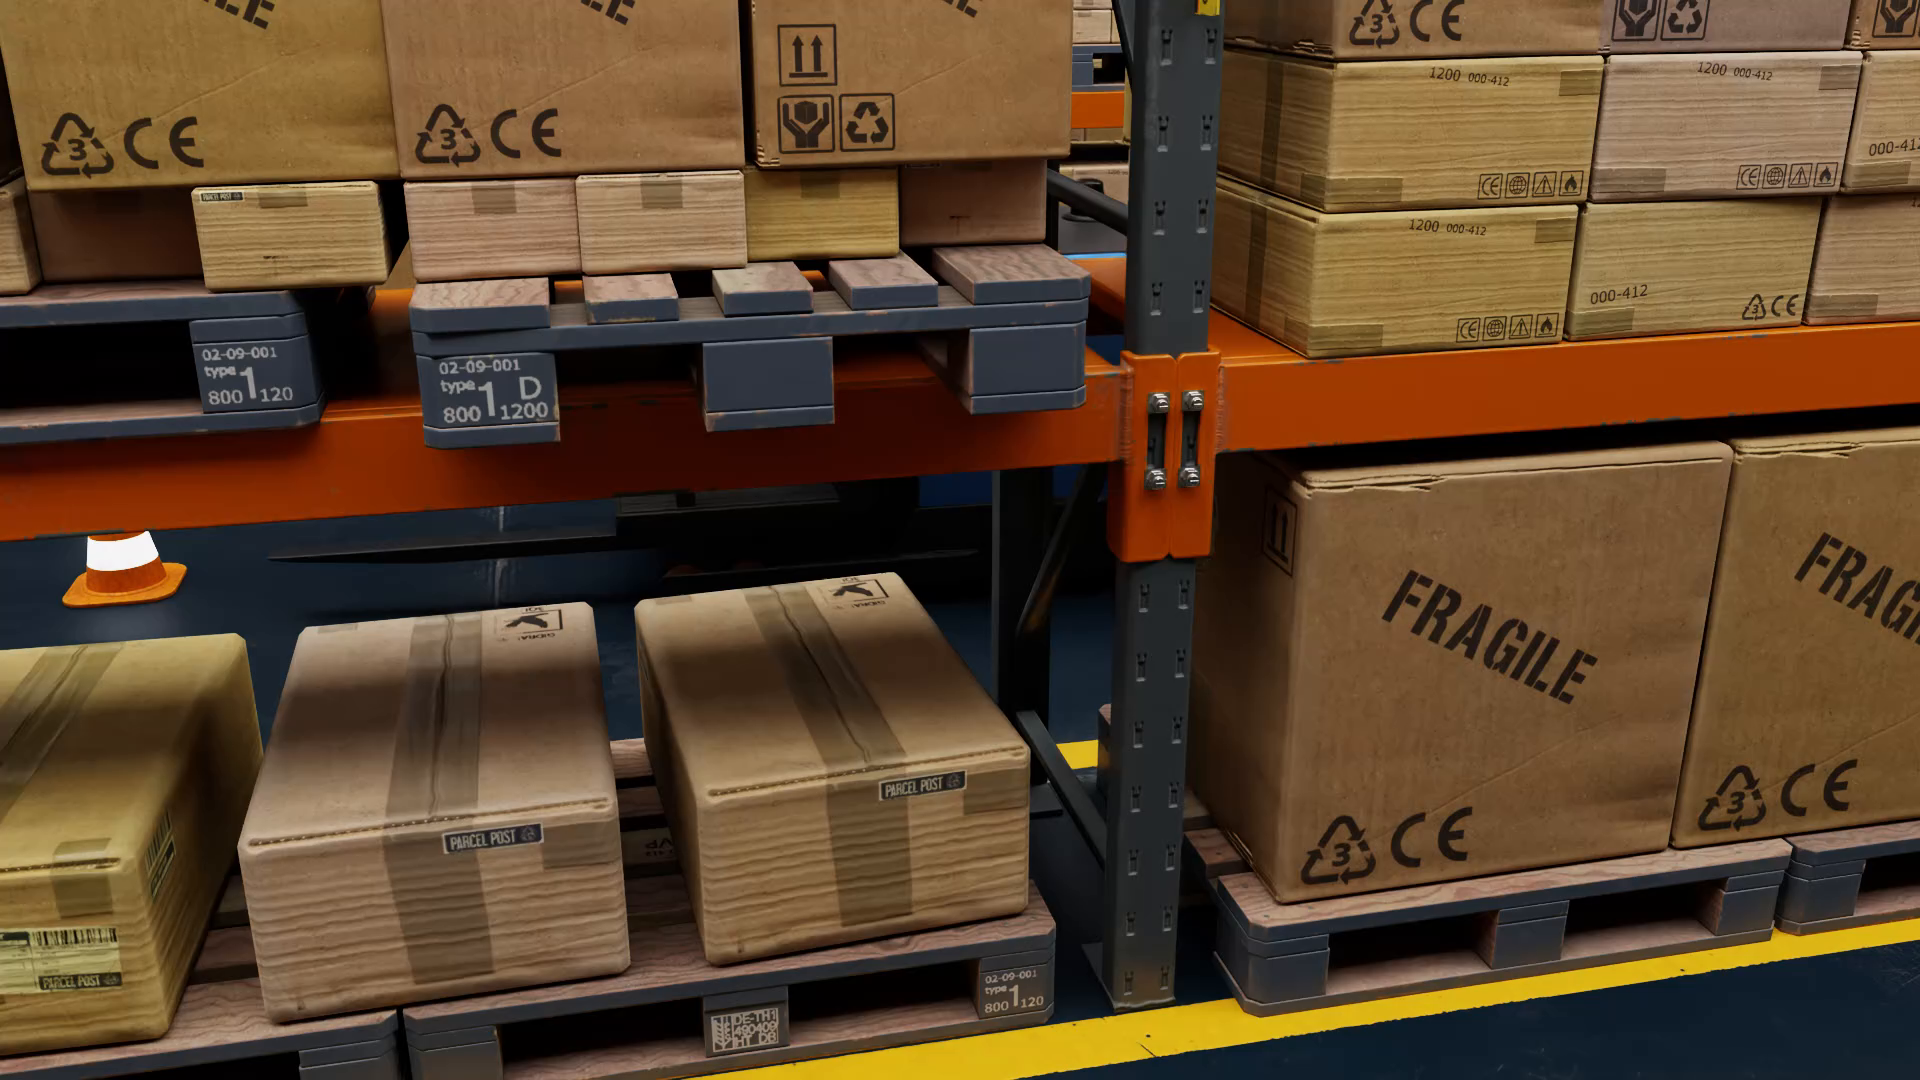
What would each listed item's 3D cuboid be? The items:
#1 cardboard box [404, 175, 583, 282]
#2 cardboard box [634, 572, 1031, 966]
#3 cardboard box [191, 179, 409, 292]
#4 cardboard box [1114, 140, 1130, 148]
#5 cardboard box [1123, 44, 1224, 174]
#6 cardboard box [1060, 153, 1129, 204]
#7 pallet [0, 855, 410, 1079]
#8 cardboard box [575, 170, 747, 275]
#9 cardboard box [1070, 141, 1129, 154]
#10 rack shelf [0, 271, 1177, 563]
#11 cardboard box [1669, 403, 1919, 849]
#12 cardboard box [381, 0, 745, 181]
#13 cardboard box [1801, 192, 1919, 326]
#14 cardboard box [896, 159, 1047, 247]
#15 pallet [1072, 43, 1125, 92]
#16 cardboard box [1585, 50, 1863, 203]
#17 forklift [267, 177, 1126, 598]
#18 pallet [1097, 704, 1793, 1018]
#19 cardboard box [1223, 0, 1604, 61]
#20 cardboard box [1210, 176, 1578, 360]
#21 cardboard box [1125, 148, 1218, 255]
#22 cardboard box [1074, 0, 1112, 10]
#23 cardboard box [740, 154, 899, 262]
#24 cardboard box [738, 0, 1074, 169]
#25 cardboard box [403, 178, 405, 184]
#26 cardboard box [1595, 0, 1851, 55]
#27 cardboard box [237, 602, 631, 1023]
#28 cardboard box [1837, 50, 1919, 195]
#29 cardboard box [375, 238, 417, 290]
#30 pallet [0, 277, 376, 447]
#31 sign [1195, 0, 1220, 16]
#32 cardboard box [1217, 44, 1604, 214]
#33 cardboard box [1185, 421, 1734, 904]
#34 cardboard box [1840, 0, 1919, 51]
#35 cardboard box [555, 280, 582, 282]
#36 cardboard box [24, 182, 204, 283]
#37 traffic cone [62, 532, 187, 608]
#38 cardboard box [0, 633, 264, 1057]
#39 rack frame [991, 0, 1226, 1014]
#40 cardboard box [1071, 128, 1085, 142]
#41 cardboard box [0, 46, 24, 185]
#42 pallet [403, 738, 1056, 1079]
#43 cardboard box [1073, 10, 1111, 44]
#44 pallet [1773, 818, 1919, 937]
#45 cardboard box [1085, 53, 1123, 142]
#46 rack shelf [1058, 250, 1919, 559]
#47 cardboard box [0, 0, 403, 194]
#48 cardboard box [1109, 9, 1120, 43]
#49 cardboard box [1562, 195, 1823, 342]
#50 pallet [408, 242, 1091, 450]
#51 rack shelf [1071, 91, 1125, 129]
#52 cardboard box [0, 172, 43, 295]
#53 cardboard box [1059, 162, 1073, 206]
[{"bbox_3d":[-0.741,-0.525,2.642,0.250,0.149,0.380,-6,21,-15],"label":"cardboard box"},{"bbox_3d":[-0.302,0.430,3.490,0.625,0.372,0.950,-6,21,-16],"label":"cardboard box"},{"bbox_3d":[-1.005,-0.499,2.570,0.250,0.149,0.380,-4,21,-12],"label":"cardboard box"},{"bbox_3d":[1.111,-1.937,8.676,0.500,0.250,0.500,-4,20,-10],"label":"cardboard box"},{"bbox_3d":[0.663,-0.936,3.500,0.500,0.250,0.500,-5,21,-13],"label":"cardboard box"},{"bbox_3d":[0.718,-1.721,8.086,0.500,0.250,0.500,-4,21,-12],"label":"cardboard box"},{"bbox_3d":[-1.696,0.818,3.275,1.213,0.211,1.003,-5,21,-12],"label":"pallet"},{"bbox_3d":[-0.494,-0.542,2.689,0.250,0.149,0.380,-5,21,-13],"label":"cardboard box"},{"bbox_3d":[0.605,-1.893,8.555,0.500,0.250,0.500,-4,21,-11],"label":"cardboard box"},{"bbox_3d":[-1.696,-0.152,2.915,4.000,0.370,1.077,-5,21,-12],"label":"rack shelf"},{"bbox_3d":[1.810,0.056,3.779,0.875,0.875,0.875,-4,21,-12],"label":"cardboard box"},{"bbox_3d":[-0.629,-0.858,2.609,0.500,0.500,0.500,-5,21,-13],"label":"cardboard box"},{"bbox_3d":[1.792,-0.618,3.360,0.500,0.250,0.500,-4,20,-11],"label":"cardboard box"},{"bbox_3d":[-0.015,-0.623,2.908,0.250,0.149,0.380,-4,20,-10],"label":"cardboard box"},{"bbox_3d":[0.930,-2.377,8.223,1.213,0.211,1.003,-5,21,-12],"label":"pallet"},{"bbox_3d":[1.303,-0.811,3.158,0.500,0.250,0.500,-4,21,-11],"label":"cardboard box"},{"bbox_3d":[-0.673,-1.327,5.176,3.031,2.935,1.130,-4,21,-11],"label":"forklift"},{"bbox_3d":[1.035,0.624,3.804,1.213,0.211,1.003,-5,21,-12],"label":"pallet"},{"bbox_3d":[0.786,-1.122,2.917,0.500,0.500,0.500,-5,21,-14],"label":"cardboard box"},{"bbox_3d":[0.784,-0.532,3.125,0.500,0.250,0.500,-5,21,-13],"label":"cardboard box"},{"bbox_3d":[0.683,-0.705,3.596,0.500,0.250,0.500,-5,21,-14],"label":"cardboard box"},{"bbox_3d":[0.540,-2.571,7.794,0.250,0.149,0.380,-5,21,-12],"label":"cardboard box"},{"bbox_3d":[-0.259,-0.577,2.784,0.250,0.149,0.380,-4,21,-12],"label":"cardboard box"},{"bbox_3d":[-0.128,-0.903,2.730,0.500,0.500,0.500,-5,21,-14],"label":"cardboard box"},{"bbox_3d":[-0.941,-0.732,3.206,0.250,0.149,0.380,-5,21,-12],"label":"cardboard box"},{"bbox_3d":[1.267,-1.164,3.033,0.500,0.500,0.500,-5,21,-12],"label":"cardboard box"},{"bbox_3d":[-1.018,0.491,3.323,0.625,0.372,0.950,-5,21,-14],"label":"cardboard box"},{"bbox_3d":[1.791,-0.846,3.254,0.500,0.250,0.500,-5,21,-13],"label":"cardboard box"},{"bbox_3d":[-2.451,-1.350,7.798,0.750,0.750,1.050,-4,21,-12],"label":"cardboard box"},{"bbox_3d":[-1.667,-0.388,2.791,1.213,0.211,1.003,-5,21,-12],"label":"pallet"},{"bbox_3d":[0.384,-0.974,2.544,0.005,0.325,0.100,-5,21,-12],"label":"sign"},{"bbox_3d":[0.800,-0.770,3.047,0.500,0.250,0.500,-5,21,-13],"label":"cardboard box"},{"bbox_3d":[0.941,0.125,3.590,0.875,0.875,0.875,-5,21,-13],"label":"cardboard box"},{"bbox_3d":[1.774,-1.200,3.131,0.500,0.500,0.500,-4,21,-11],"label":"cardboard box"},{"bbox_3d":[-1.601,-1.420,7.990,0.750,0.750,1.050,-5,21,-13],"label":"cardboard box"},{"bbox_3d":[-1.279,-0.521,2.630,0.250,0.149,0.380,-4,21,-12],"label":"cardboard box"},{"bbox_3d":[-2.706,-0.065,5.319,0.334,0.463,0.336,-5,21,-12],"label":"traffic cone"},{"bbox_3d":[-1.758,0.549,3.165,0.625,0.372,0.950,-4,20,-11],"label":"cardboard box"},{"bbox_3d":[0.250,-0.648,3.223,0.127,3.000,1.000,-5,21,-12],"label":"rack frame"},{"bbox_3d":[0.375,-3.353,13.086,0.875,0.875,1.225,-5,21,-14],"label":"cardboard box"},{"bbox_3d":[-1.651,-0.775,2.381,0.500,0.500,0.500,-6,21,-15],"label":"cardboard box"},{"bbox_3d":[-0.511,0.722,3.535,1.213,0.211,1.003,-5,21,-12],"label":"pallet"},{"bbox_3d":[0.539,-2.431,7.844,0.250,0.149,0.380,-4,20,-11],"label":"cardboard box"},{"bbox_3d":[2.220,0.529,4.065,1.213,0.211,1.003,-5,21,-12],"label":"pallet"},{"bbox_3d":[1.244,-3.424,13.280,0.875,0.875,1.225,-5,21,-12],"label":"cardboard box"},{"bbox_3d":[2.196,-0.469,3.779,4.000,0.370,1.077,-5,21,-12],"label":"rack shelf"},{"bbox_3d":[-1.120,-0.818,2.499,0.500,0.500,0.500,-6,21,-16],"label":"cardboard box"},{"bbox_3d":[0.784,-2.450,7.896,0.250,0.149,0.380,-4,21,-12],"label":"cardboard box"},{"bbox_3d":[1.280,-0.579,3.252,0.500,0.250,0.500,-5,21,-14],"label":"cardboard box"},{"bbox_3d":[-0.419,-0.466,3.005,1.003,0.211,1.213,-5,21,-12],"label":"pallet"},{"bbox_3d":[0.959,-2.118,8.281,4.000,0.370,1.077,-5,21,-12],"label":"rack shelf"},{"bbox_3d":[-1.504,-0.474,2.501,0.250,0.149,0.380,-5,21,-14],"label":"cardboard box"},{"bbox_3d":[0.233,-1.686,7.991,0.500,0.250,0.500,-5,21,-13],"label":"cardboard box"}]
